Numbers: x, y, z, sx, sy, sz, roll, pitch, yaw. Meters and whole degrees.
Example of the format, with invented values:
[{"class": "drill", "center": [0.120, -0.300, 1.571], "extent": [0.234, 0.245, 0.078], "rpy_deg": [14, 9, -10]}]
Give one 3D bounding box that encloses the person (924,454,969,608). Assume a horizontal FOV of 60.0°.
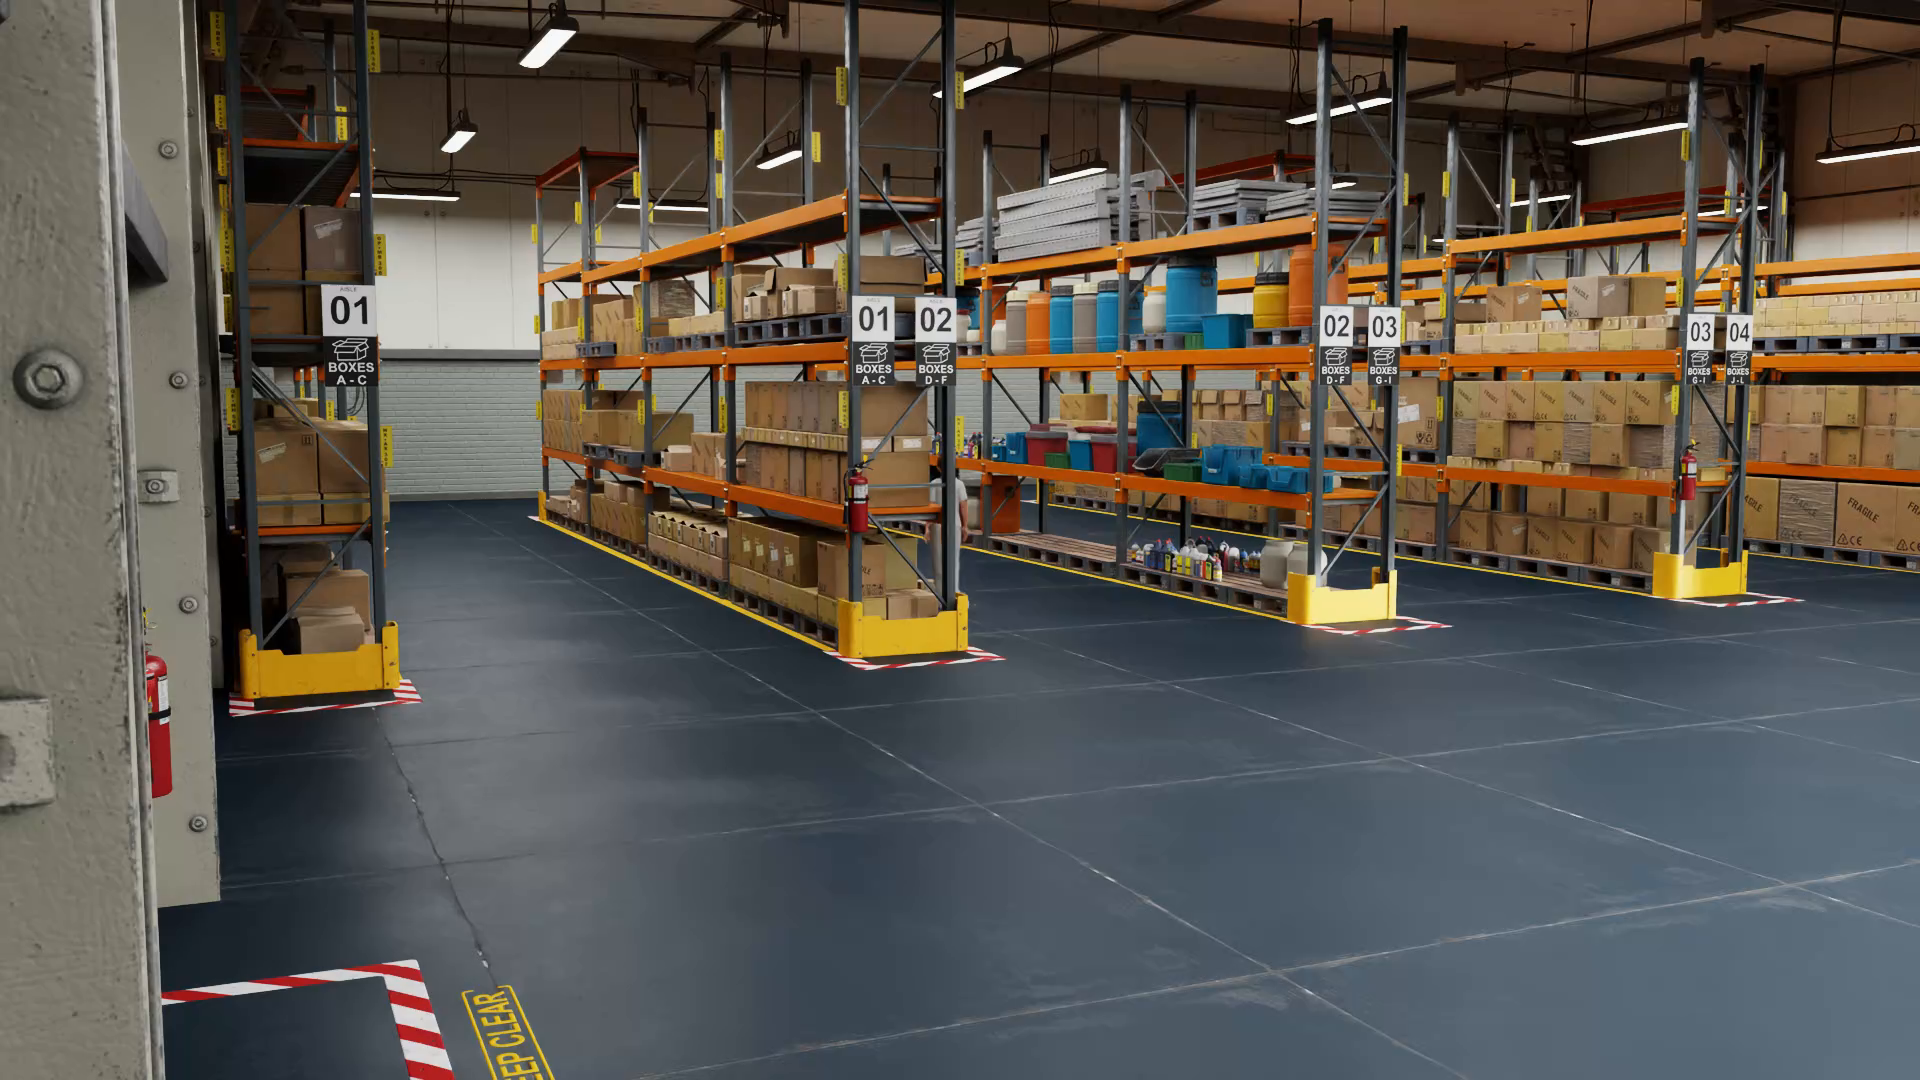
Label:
[{"class": "person", "center": [-0.148, -0.103, 17.905], "extent": [0.494, 1.668, 0.406], "rpy_deg": [-1, 6, -10]}]
